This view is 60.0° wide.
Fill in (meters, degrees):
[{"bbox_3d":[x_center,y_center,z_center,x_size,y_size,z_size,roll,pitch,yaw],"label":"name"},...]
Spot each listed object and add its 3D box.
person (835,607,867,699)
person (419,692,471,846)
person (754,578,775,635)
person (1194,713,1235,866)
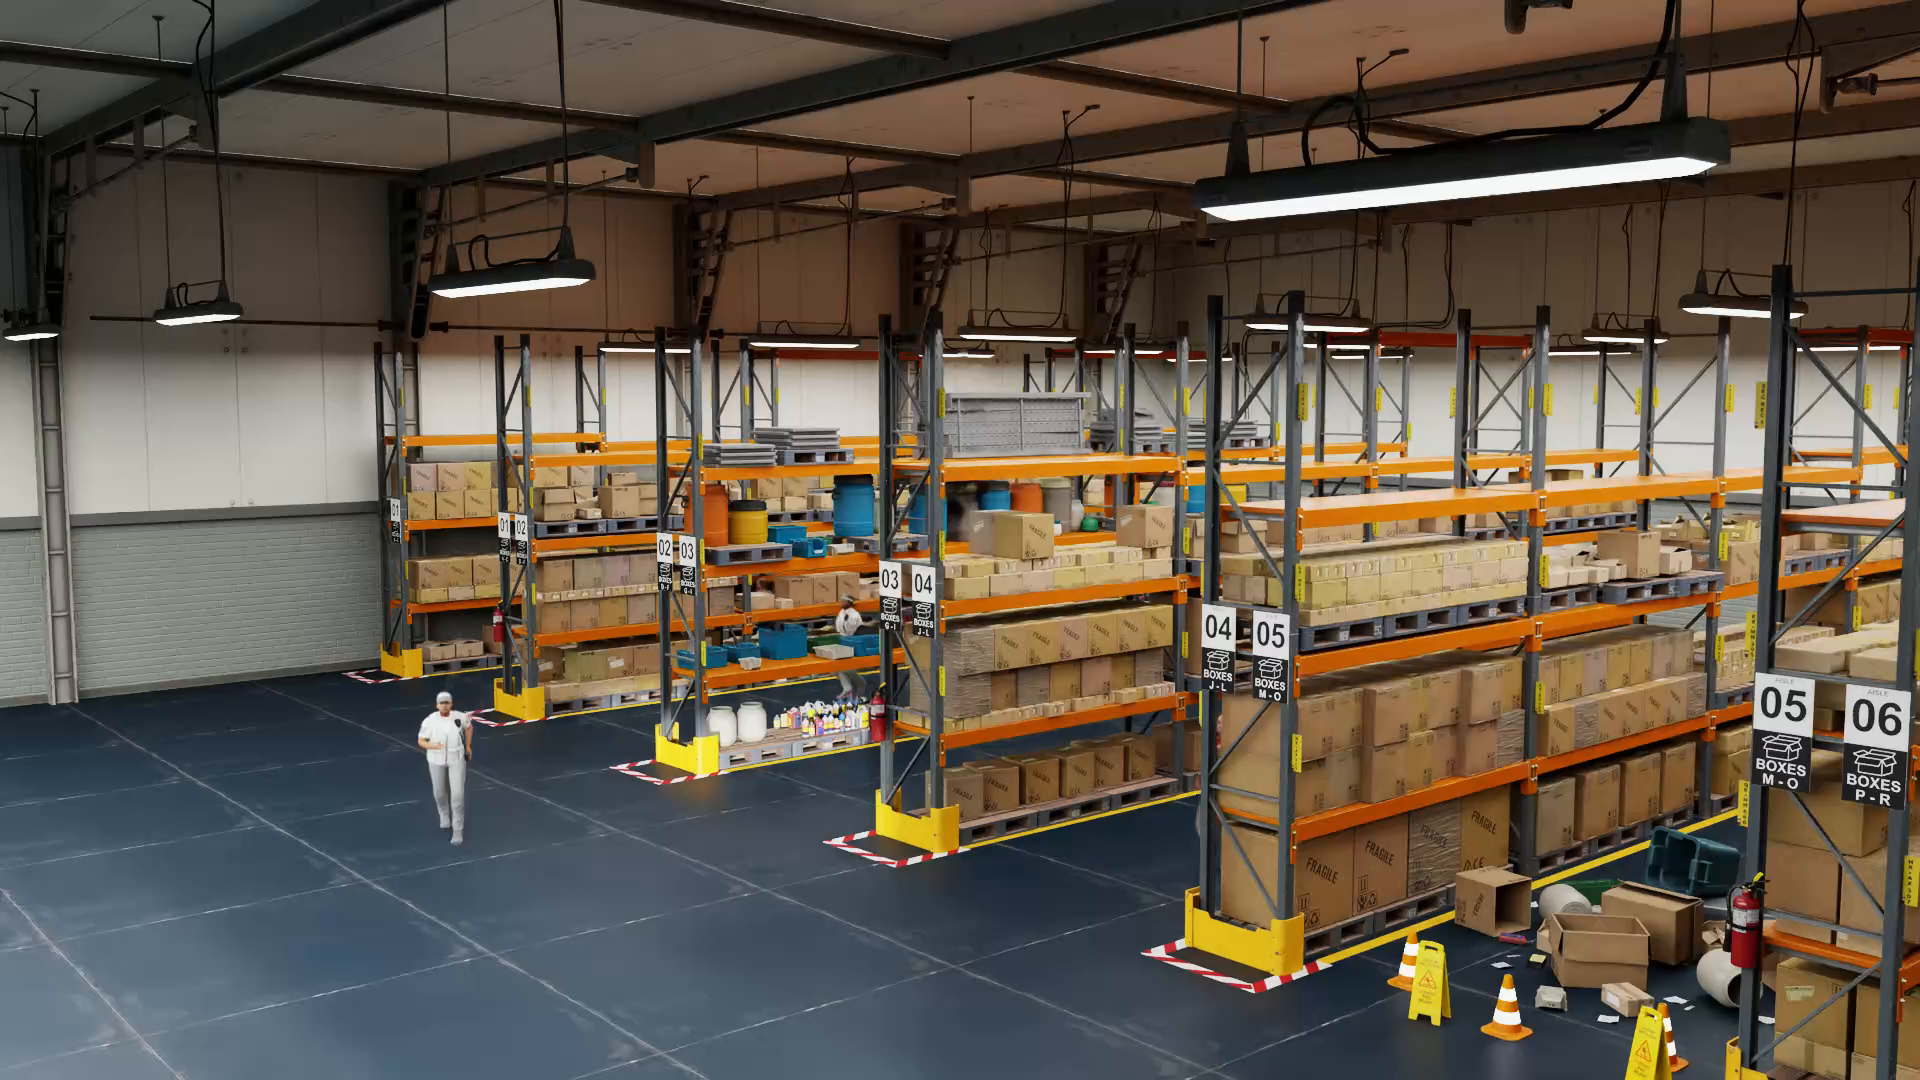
[{"bbox_3d":[-1.757,1.773,26.333,0.520,1.442,0.548,-4,7,-39],"label":"person"},{"bbox_3d":[-5.917,2.580,19.133,0.567,1.696,0.893,-1,5,-15],"label":"person"},{"bbox_3d":[-3.712,1.521,31.232,0.522,1.639,0.700,5,7,44],"label":"person"},{"bbox_3d":[2.763,2.705,17.719,0.637,1.738,0.693,3,6,29],"label":"person"}]
